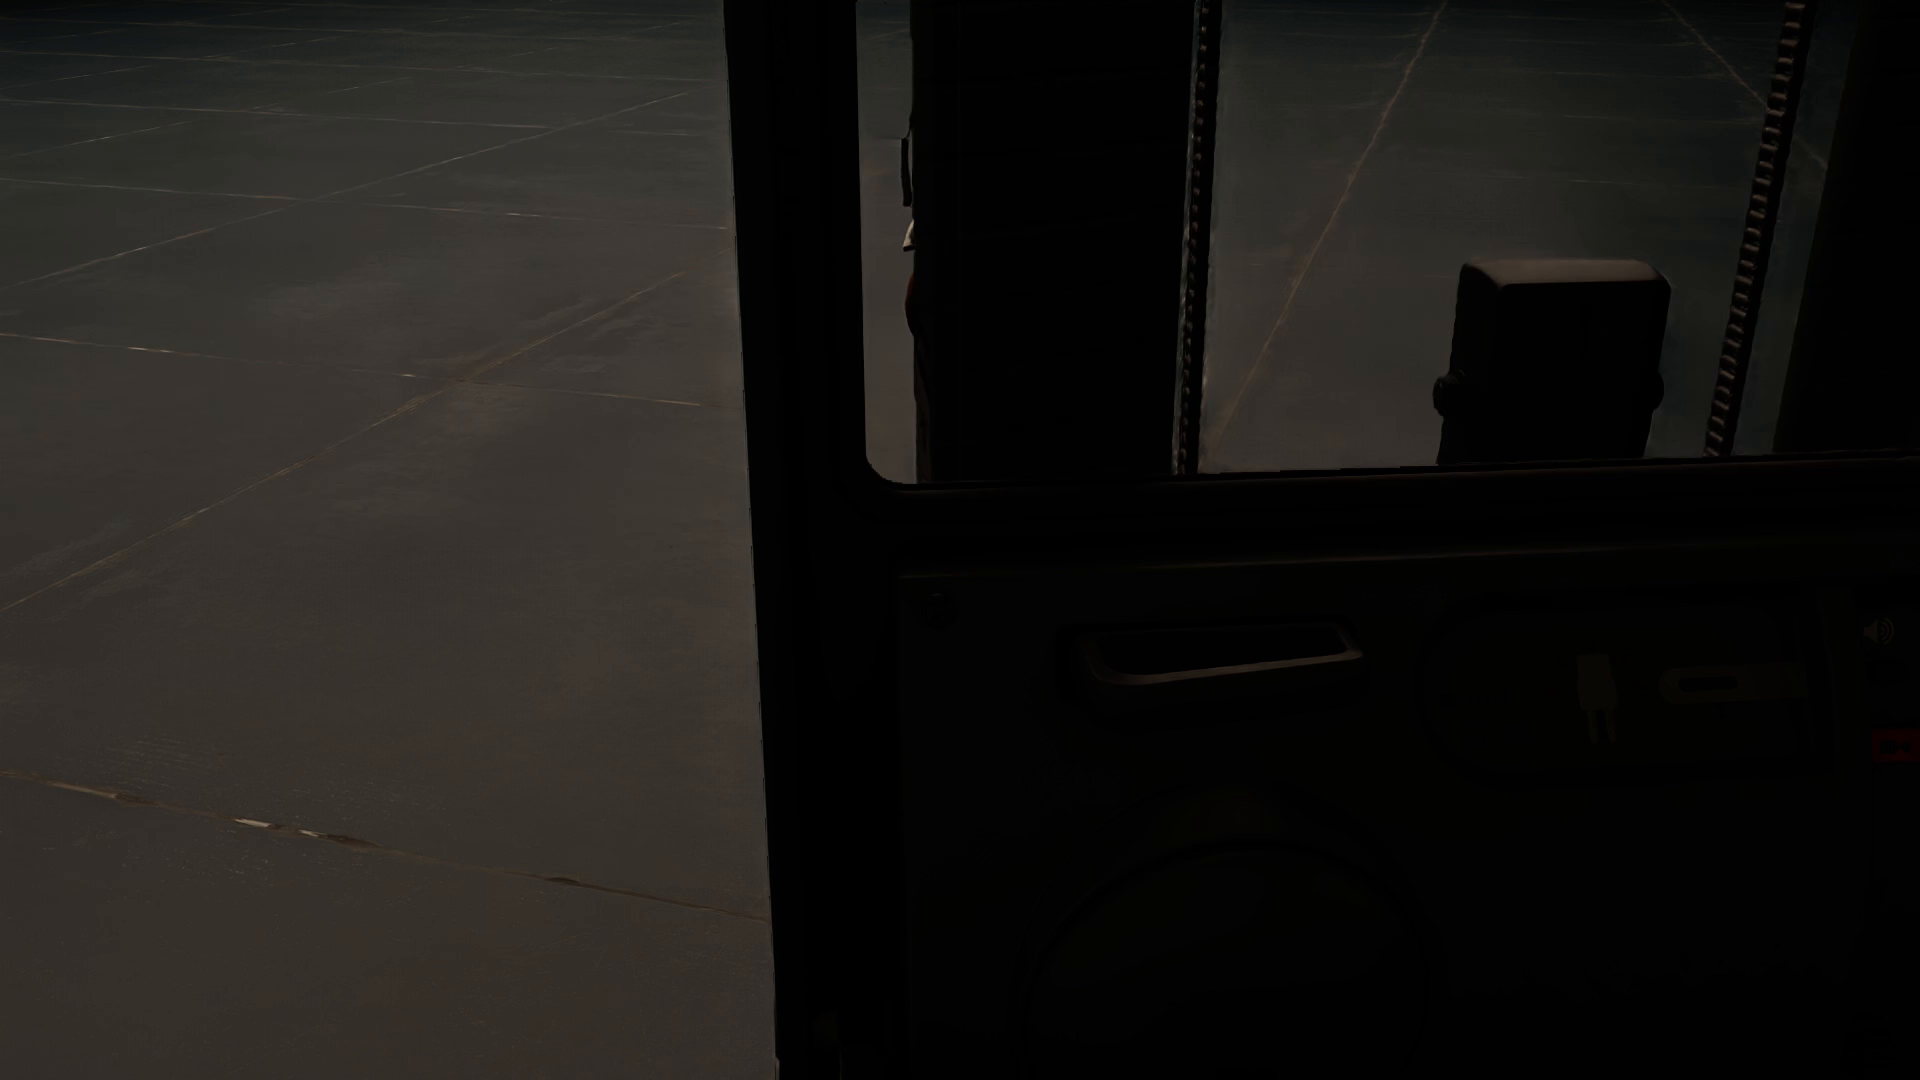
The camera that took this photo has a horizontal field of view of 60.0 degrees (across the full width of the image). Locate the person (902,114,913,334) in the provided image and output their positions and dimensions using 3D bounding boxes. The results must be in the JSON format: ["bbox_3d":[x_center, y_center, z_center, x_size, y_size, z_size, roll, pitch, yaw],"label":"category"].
[{"bbox_3d":[-0.066,-0.806,4.832,0.528,1.697,0.570,7,23,16],"label":"person"}]
